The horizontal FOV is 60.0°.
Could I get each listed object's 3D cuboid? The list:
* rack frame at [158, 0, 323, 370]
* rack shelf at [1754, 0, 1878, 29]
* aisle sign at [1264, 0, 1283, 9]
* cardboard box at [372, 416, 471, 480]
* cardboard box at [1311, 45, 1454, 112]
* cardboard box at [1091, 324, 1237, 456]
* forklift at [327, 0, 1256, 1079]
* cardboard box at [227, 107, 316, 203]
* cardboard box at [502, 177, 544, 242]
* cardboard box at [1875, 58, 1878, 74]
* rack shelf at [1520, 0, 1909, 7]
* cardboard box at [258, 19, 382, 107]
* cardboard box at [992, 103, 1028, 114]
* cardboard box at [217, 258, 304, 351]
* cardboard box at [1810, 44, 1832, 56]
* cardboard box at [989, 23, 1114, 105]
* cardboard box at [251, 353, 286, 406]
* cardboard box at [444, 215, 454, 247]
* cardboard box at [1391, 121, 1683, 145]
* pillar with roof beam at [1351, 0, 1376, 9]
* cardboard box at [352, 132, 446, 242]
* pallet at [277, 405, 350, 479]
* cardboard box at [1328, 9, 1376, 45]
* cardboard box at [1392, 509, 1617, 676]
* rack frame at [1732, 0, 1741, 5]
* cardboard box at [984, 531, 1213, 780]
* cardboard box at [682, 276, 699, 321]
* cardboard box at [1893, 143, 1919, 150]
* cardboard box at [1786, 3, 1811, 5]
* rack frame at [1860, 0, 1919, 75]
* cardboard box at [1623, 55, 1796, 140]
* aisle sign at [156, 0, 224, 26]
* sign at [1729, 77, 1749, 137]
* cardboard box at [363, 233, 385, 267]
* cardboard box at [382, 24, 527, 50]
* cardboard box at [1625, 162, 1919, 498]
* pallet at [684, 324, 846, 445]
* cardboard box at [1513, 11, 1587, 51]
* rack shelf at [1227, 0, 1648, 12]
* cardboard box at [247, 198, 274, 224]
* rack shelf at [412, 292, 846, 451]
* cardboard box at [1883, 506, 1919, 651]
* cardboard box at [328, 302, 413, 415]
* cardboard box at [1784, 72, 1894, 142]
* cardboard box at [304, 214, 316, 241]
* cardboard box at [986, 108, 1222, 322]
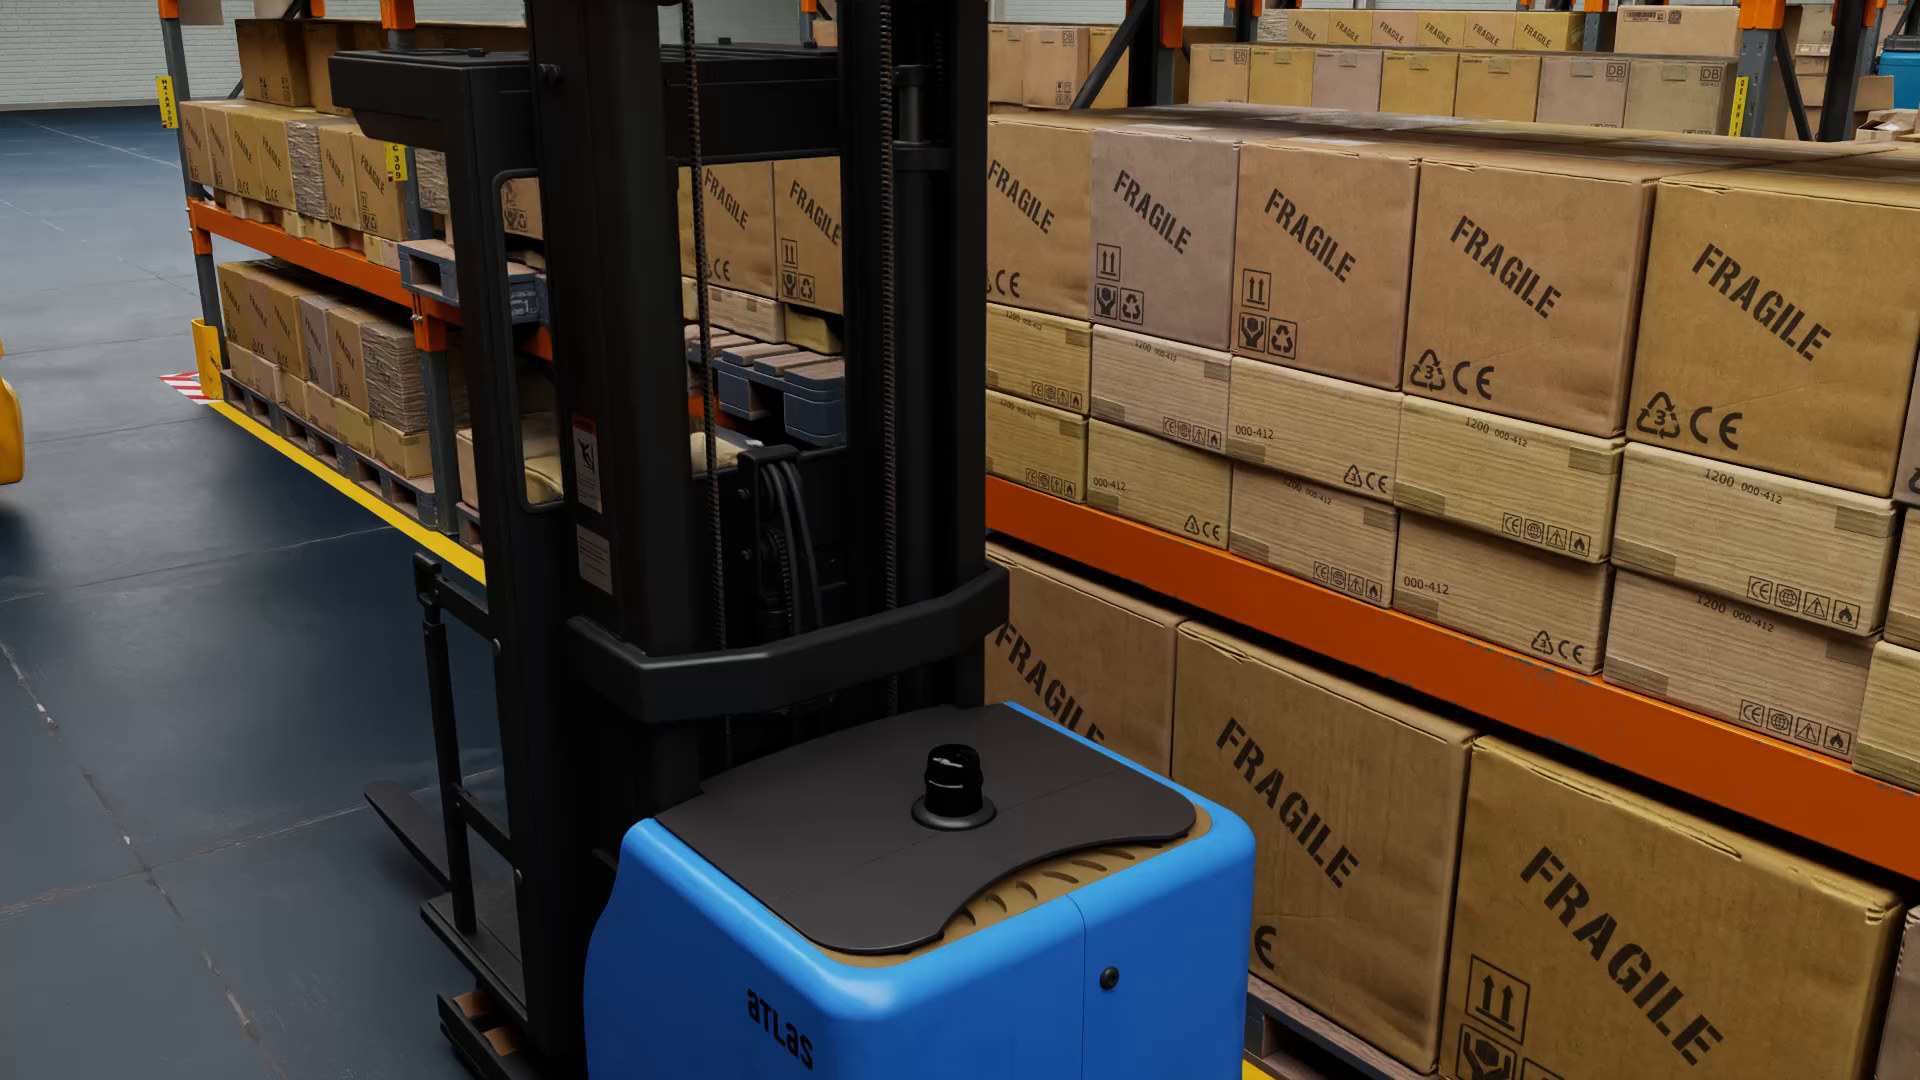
[{"bbox_3d":[-4.716,-2.535,11.245,1.000,3.000,0.127,-14,23,-36],"label":"rack frame"},{"bbox_3d":[5.311,-2.144,6.438,1.077,0.370,4.000,-14,23,-36],"label":"rack shelf"},{"bbox_3d":[3.249,-5.777,16.901,0.394,0.787,0.004,-14,23,-36],"label":"aisle sign"},{"bbox_3d":[-2.810,-0.536,8.916,0.500,0.250,0.500,-13,22,-34],"label":"cardboard box"},{"bbox_3d":[2.533,-2.690,9.965,0.700,0.500,0.500,-14,23,-36],"label":"cardboard box"},{"bbox_3d":[0.692,-0.429,4.329,0.500,0.250,0.500,-13,23,-35],"label":"cardboard box"},{"bbox_3d":[-0.701,-0.089,3.968,1.130,2.935,3.031,-14,23,-36],"label":"forklift"},{"bbox_3d":[-3.998,-2.300,9.905,0.500,0.500,0.500,-15,23,-37],"label":"cardboard box"},{"bbox_3d":[-1.558,-1.518,6.874,0.500,0.500,0.500,-14,23,-36],"label":"cardboard box"},{"bbox_3d":[12.064,-5.950,21.401,0.700,0.500,0.500,-13,22,-35],"label":"cardboard box"},{"bbox_3d":[8.177,-6.025,18.159,1.077,0.370,4.000,-14,23,-36],"label":"rack shelf"},{"bbox_3d":[-3.919,-2.988,10.393,0.700,0.500,0.500,-14,23,-36],"label":"cardboard box"},{"bbox_3d":[0.745,-2.987,12.372,0.875,0.550,0.550,-14,23,-36],"label":"cardboard box"},{"bbox_3d":[-4.416,-1.526,10.713,0.500,0.500,0.500,-15,23,-38],"label":"cardboard box"},{"bbox_3d":[11.370,-6.429,21.815,0.380,0.149,0.250,-14,23,-37],"label":"cardboard box"},{"bbox_3d":[0.723,-3.494,12.186,0.875,0.550,0.550,-14,23,-36],"label":"cardboard box"},{"bbox_3d":[-4.121,-1.049,10.464,0.500,0.250,0.500,-13,22,-34],"label":"cardboard box"},{"bbox_3d":[-2.137,-1.431,7.644,0.380,0.149,0.250,-14,23,-35],"label":"cardboard box"},{"bbox_3d":[1.406,-0.761,4.138,0.500,0.500,0.500,-14,23,-36],"label":"cardboard box"},{"bbox_3d":[4.989,-12.330,31.283,9.100,9.000,0.400,-14,23,-36],"label":"pillar with roof beam"},{"bbox_3d":[-2.703,-1.799,8.390,0.500,0.500,0.500,-15,23,-37],"label":"cardboard box"},{"bbox_3d":[-3.439,-0.685,10.094,1.003,0.211,1.213,-14,23,-36],"label":"pallet"},{"bbox_3d":[3.797,-4.696,15.549,0.500,0.500,0.500,-14,23,-36],"label":"cardboard box"},{"bbox_3d":[1.321,0.052,3.672,0.500,0.250,0.500,-14,23,-36],"label":"cardboard box"},{"bbox_3d":[10.820,-6.401,22.922,1.000,3.000,0.127,-14,23,-36],"label":"rack frame"},{"bbox_3d":[0.615,0.432,4.997,0.875,0.875,0.875,-14,23,-37],"label":"cardboard box"},{"bbox_3d":[-0.883,-0.912,6.077,0.380,0.149,0.250,-13,23,-35],"label":"cardboard box"},{"bbox_3d":[4.373,-1.699,7.508,0.380,0.149,0.250,-15,23,-38],"label":"cardboard box"},{"bbox_3d":[11.133,-6.934,22.308,0.700,0.500,0.500,-14,23,-36],"label":"cardboard box"},{"bbox_3d":[9.419,-4.450,17.029,1.000,3.000,0.127,-14,23,-36],"label":"rack frame"},{"bbox_3d":[3.798,-2.189,8.452,0.700,0.500,0.500,-14,23,-36],"label":"cardboard box"},{"bbox_3d":[-4.997,-3.723,10.700,0.394,0.787,0.004,-14,23,-36],"label":"aisle sign"},{"bbox_3d":[3.636,-1.995,7.773,0.100,0.325,0.005,-14,23,-36],"label":"sign"},{"bbox_3d":[-2.831,-1.510,8.549,0.380,0.149,0.250,-13,23,-35],"label":"cardboard box"},{"bbox_3d":[-2.635,-2.493,8.897,0.700,0.500,0.500,-14,23,-36],"label":"cardboard box"},{"bbox_3d":[1.634,-0.416,3.096,0.500,0.500,0.500,-13,22,-34],"label":"cardboard box"},{"bbox_3d":[-0.275,-0.627,5.790,1.213,0.211,1.003,-14,23,-36],"label":"pallet"},{"bbox_3d":[5.041,-4.204,14.063,0.500,0.500,0.500,-14,23,-36],"label":"cardboard box"},{"bbox_3d":[4.294,-5.058,15.239,1.077,0.370,4.000,-14,23,-36],"label":"rack shelf"},{"bbox_3d":[-4.090,-2.022,10.096,0.380,0.149,0.250,-13,22,-35],"label":"cardboard box"},{"bbox_3d":[-0.990,-0.715,6.893,1.077,0.370,4.000,-14,23,-36],"label":"rack shelf"},{"bbox_3d":[1.954,0.073,2.813,0.500,0.250,0.500,-13,23,-35],"label":"cardboard box"},{"bbox_3d":[-3.127,-1.017,9.176,0.500,0.500,0.500,-13,23,-35],"label":"cardboard box"},{"bbox_3d":[6.685,-3.322,12.792,0.797,0.503,0.637,-11,21,-31],"label":"cardboard box"},{"bbox_3d":[-3.440,-1.768,9.330,0.380,0.149,0.250,-14,23,-37],"label":"cardboard box"},{"bbox_3d":[0.366,-0.916,4.608,0.500,0.500,0.500,-15,23,-38],"label":"cardboard box"}]
